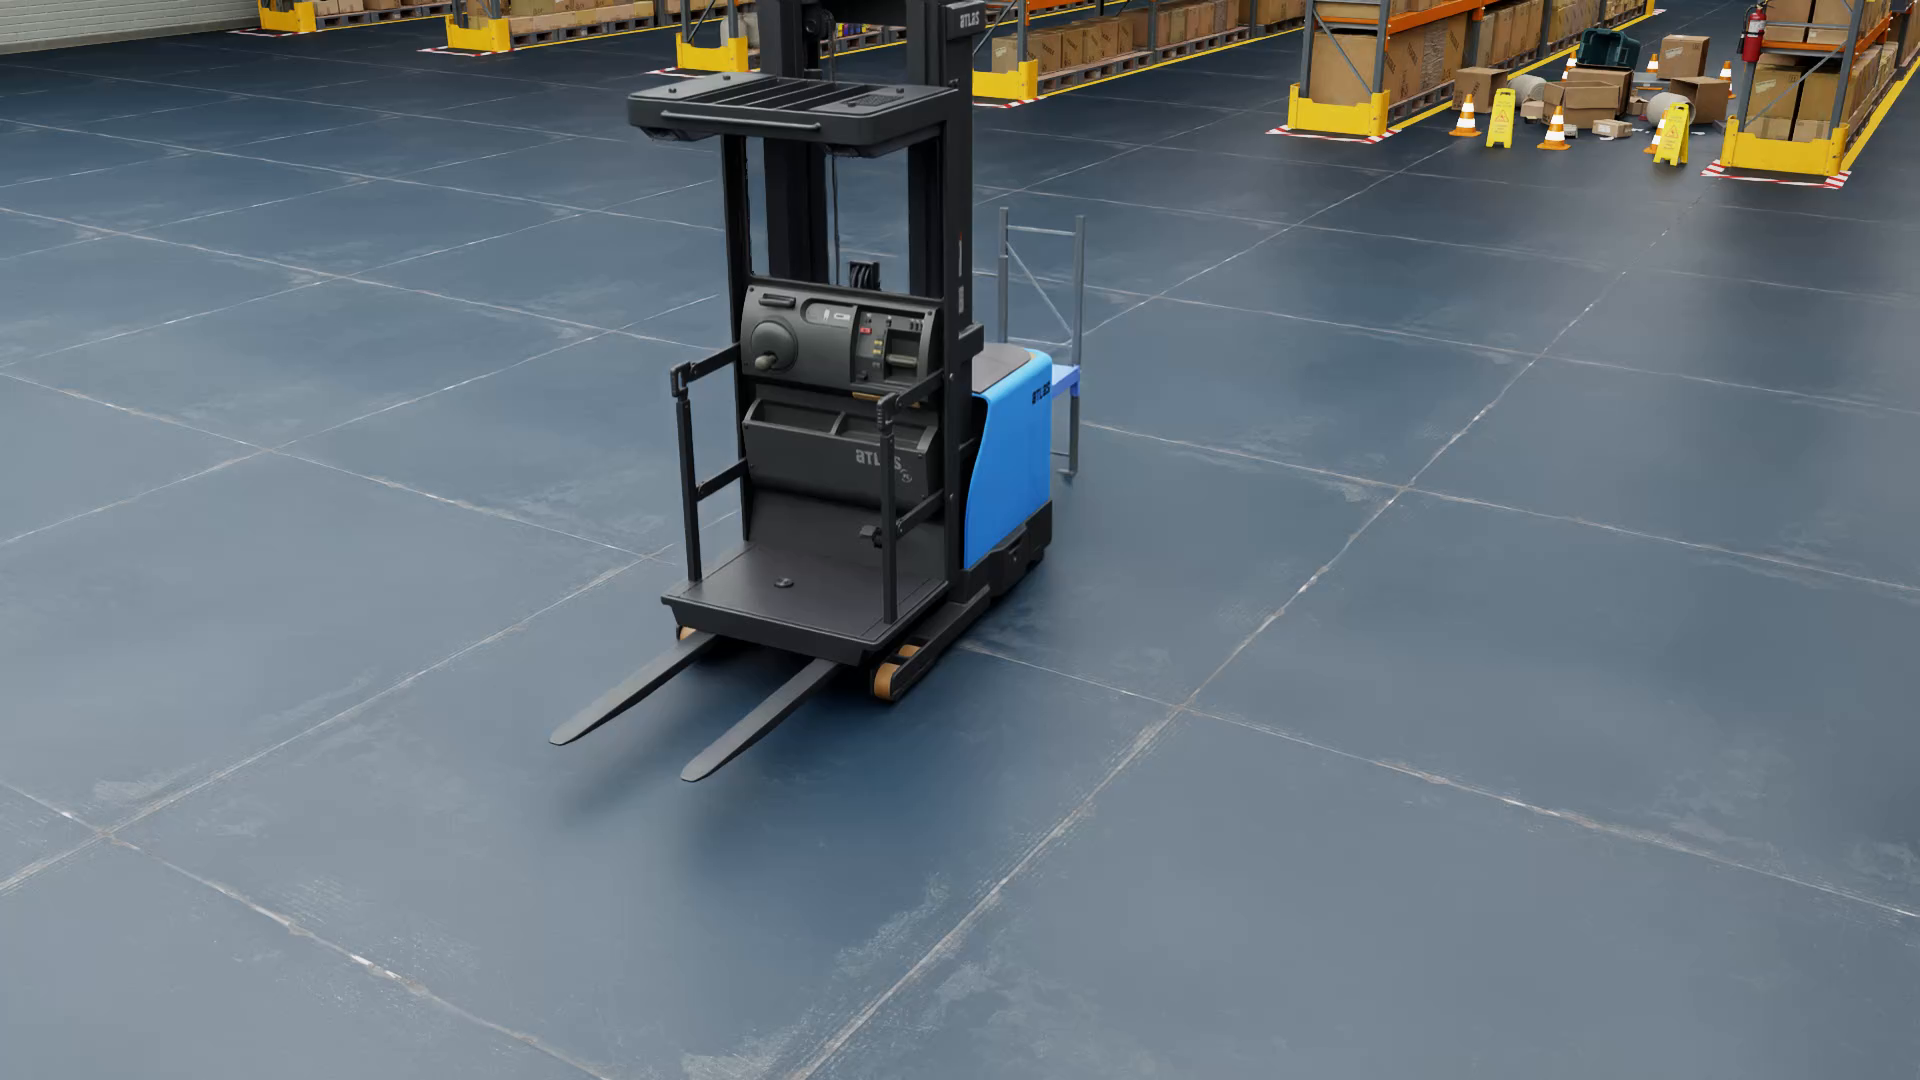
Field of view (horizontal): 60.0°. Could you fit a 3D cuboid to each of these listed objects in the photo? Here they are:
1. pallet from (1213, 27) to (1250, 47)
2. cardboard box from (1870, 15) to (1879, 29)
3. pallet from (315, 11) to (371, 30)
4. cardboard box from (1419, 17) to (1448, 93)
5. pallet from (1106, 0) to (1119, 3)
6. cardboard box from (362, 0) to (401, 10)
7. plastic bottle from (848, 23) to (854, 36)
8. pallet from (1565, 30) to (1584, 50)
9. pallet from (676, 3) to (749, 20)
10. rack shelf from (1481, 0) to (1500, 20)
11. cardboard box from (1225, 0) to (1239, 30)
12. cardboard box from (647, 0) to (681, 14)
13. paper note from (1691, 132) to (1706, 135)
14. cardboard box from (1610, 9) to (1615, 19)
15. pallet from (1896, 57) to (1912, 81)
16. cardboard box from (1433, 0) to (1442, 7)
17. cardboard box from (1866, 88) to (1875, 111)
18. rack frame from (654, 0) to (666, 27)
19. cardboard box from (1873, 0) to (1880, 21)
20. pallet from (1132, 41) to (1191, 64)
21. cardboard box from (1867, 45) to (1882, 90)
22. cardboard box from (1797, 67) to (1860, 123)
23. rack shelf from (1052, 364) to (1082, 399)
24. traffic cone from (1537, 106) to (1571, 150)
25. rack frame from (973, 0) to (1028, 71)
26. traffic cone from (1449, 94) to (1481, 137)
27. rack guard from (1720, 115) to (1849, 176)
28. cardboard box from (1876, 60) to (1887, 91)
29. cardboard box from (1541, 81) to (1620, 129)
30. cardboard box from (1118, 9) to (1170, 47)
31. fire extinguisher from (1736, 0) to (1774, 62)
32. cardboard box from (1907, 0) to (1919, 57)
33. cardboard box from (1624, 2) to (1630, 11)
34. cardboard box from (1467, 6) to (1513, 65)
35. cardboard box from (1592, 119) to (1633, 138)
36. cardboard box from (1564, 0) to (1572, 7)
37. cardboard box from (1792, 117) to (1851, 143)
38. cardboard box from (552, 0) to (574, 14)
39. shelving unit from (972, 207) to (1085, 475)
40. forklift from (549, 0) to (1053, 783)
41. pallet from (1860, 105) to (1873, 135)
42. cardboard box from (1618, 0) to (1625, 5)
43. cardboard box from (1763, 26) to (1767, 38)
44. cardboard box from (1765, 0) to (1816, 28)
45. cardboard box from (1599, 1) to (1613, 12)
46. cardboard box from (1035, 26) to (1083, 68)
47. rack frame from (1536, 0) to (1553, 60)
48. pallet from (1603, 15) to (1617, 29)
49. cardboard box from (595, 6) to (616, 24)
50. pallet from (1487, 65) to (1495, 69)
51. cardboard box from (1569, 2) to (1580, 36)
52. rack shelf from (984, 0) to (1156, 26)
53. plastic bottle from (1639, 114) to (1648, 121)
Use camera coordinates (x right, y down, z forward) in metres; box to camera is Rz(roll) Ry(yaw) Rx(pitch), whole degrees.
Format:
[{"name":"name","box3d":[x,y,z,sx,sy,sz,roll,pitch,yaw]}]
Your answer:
[{"name":"pallet","box3d":[4.256,-8.627,28.412,1.003,0.211,1.213,14,27,29]},{"name":"cardboard box","box3d":[10.270,-5.938,19.006,0.380,0.149,0.250,14,27,29]},{"name":"pallet","box3d":[-11.676,-9.597,30.653,1.003,0.211,1.213,14,27,29]},{"name":"cardboard box","box3d":[5.857,-6.462,22.046,0.875,0.875,0.875,14,27,29]},{"name":"pallet","box3d":[2.927,-11.535,35.129,1.003,0.211,1.213,14,27,29]},{"name":"cardboard box","box3d":[-11.003,-10.283,31.320,0.700,0.500,0.500,12,26,26]},{"name":"plastic bottle","box3d":[-1.844,-8.502,27.394,0.144,0.351,0.185,12,26,26]},{"name":"pallet","box3d":[9.888,-8.490,28.097,1.003,0.211,1.213,14,27,29]},{"name":"pallet","box3d":[-4.856,-10.288,32.249,1.003,0.211,1.213,14,27,29]},{"name":"rack shelf","box3d":[7.775,-8.091,24.571,1.077,0.370,4.000,14,27,29]},{"name":"cardboard box","box3d":[4.333,-8.995,28.344,0.700,0.500,0.500,12,26,26]},{"name":"cardboard box","box3d":[-5.431,-9.912,30.804,0.500,0.250,0.500,13,27,28]},{"name":"paper note","box3d":[8.913,-4.913,20.061,0.142,0.019,0.148,5,24,11]},{"name":"cardboard box","box3d":[11.546,-9.476,29.924,0.380,0.149,0.250,15,27,30]},{"name":"pallet","box3d":[13.569,-7.064,24.802,1.003,0.211,1.213,14,27,29]},{"name":"cardboard box","box3d":[5.686,-7.140,21.280,0.875,0.550,0.500,14,27,29]},{"name":"cardboard box","box3d":[10.895,-5.418,20.423,0.500,0.250,0.500,15,28,31]},{"name":"rack frame","box3d":[-5.854,-10.897,30.147,1.000,3.000,0.127,14,27,29]},{"name":"cardboard box","box3d":[9.893,-6.025,18.392,0.500,0.500,0.500,13,27,28]},{"name":"pallet","box3d":[2.969,-7.803,26.510,1.003,0.211,1.213,14,27,29]},{"name":"cardboard box","box3d":[10.895,-5.762,20.274,0.500,0.500,0.500,13,27,28]},{"name":"cardboard box","box3d":[9.541,-4.891,18.260,0.500,0.500,0.500,13,27,27]},{"name":"rack shelf","box3d":[0.229,-0.769,9.091,0.538,0.185,1.000,11,26,24]},{"name":"traffic cone","box3d":[6.877,-4.762,19.168,0.336,0.463,0.334,14,27,29]},{"name":"rack frame","box3d":[0.450,-7.470,22.230,1.000,3.000,0.127,14,27,29]},{"name":"traffic cone","box3d":[6.097,-5.114,19.981,0.336,0.463,0.334,14,27,29]},{"name":"rack guard","box3d":[8.909,-4.272,17.988,1.175,0.500,0.348,14,27,29]},{"name":"cardboard box","box3d":[11.630,-6.151,21.962,0.950,0.372,0.625,16,28,32]},{"name":"cardboard box","box3d":[7.645,-5.371,20.523,0.797,0.503,0.637,-3,24,-7]},{"name":"cardboard box","box3d":[2.902,-8.078,26.226,0.700,0.500,0.500,12,26,25]},{"name":"fire extinguisher","box3d":[8.417,-5.416,17.582,0.296,0.674,0.183,14,27,29]},{"name":"cardboard box","box3d":[13.998,-7.827,25.200,0.875,0.875,0.875,14,27,30]},{"name":"cardboard box","box3d":[12.326,-10.007,31.151,0.380,0.149,0.250,14,27,30]},{"name":"cardboard box","box3d":[7.483,-7.460,24.510,1.050,0.750,0.750,14,27,29]},{"name":"cardboard box","box3d":[7.844,-4.950,19.998,0.250,0.149,0.380,-12,26,-26]},{"name":"cardboard box","box3d":[9.667,-8.839,27.067,0.500,0.250,0.500,13,27,28]},{"name":"cardboard box","box3d":[9.529,-4.538,18.390,0.500,0.250,0.500,14,27,29]},{"name":"cardboard box","box3d":[-6.977,-9.297,28.439,0.500,0.500,0.500,14,27,29]},{"name":"shelving unit","box3d":[0.229,-0.934,9.020,0.538,1.500,1.048,11,26,24]},{"name":"forklift","box3d":[-0.625,-0.849,7.021,1.130,2.935,3.031,11,26,24]},{"name":"pallet","box3d":[10.655,-5.230,20.564,1.003,0.211,1.213,14,27,29]},{"name":"cardboard box","box3d":[12.055,-9.967,30.683,0.380,0.149,0.250,14,27,29]},{"name":"cardboard box","box3d":[8.924,-5.558,18.129,0.380,0.149,0.250,14,27,28]},{"name":"cardboard box","box3d":[8.921,-5.817,17.910,0.500,0.500,0.500,13,27,28]},{"name":"cardboard box","box3d":[11.403,-9.523,29.657,0.380,0.149,0.250,15,28,31]},{"name":"cardboard box","box3d":[1.426,-7.139,24.083,0.500,0.500,0.500,17,29,34]},{"name":"rack frame","box3d":[8.830,-9.097,25.987,1.000,3.000,0.127,14,27,29]},{"name":"pallet","box3d":[11.264,-9.401,30.200,1.003,0.211,1.213,14,27,29]},{"name":"cardboard box","box3d":[-6.437,-9.287,29.360,0.500,0.250,0.500,14,27,29]},{"name":"pallet","box3d":[7.063,-6.743,24.061,1.003,0.211,1.213,14,27,29]},{"name":"cardboard box","box3d":[9.949,-8.672,27.624,0.500,0.500,0.500,13,27,28]},{"name":"rack shelf","box3d":[1.505,-7.815,23.932,1.077,0.370,4.000,14,27,29]},{"name":"plastic bottle","box3d":[8.705,-5.352,21.037,0.133,0.061,0.283,20,30,38]}]
